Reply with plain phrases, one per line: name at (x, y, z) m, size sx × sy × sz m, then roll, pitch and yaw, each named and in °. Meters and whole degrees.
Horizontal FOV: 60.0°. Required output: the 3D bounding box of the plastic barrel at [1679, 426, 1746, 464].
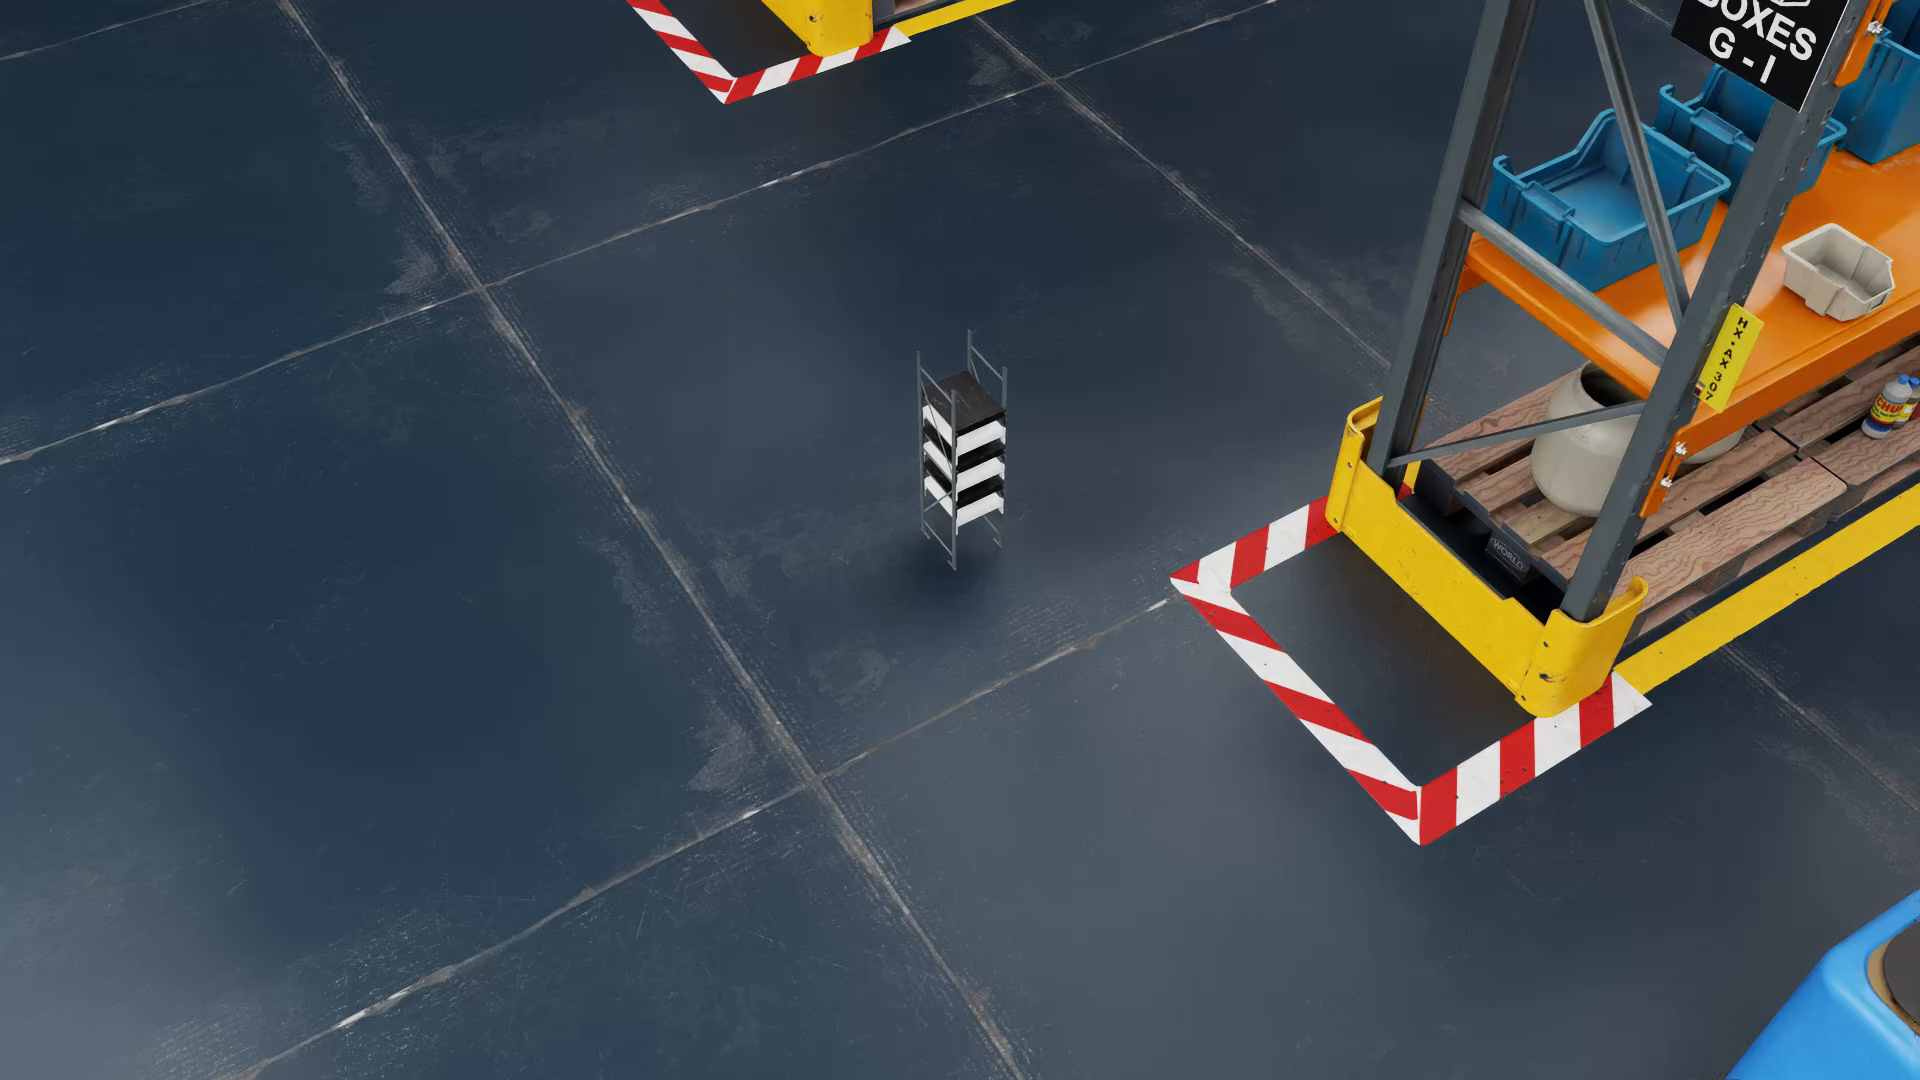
plastic barrel at (2.722, -0.568, 6.132) m, size 0.421 × 0.512 × 0.421 m, roll 0°, pitch 48°, yaw 0°

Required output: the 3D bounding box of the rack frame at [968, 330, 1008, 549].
rack frame at (0.093, -0.343, 5.953) m, size 0.006 × 0.900 × 0.240 m, roll -25°, pitch 53°, yaw -21°

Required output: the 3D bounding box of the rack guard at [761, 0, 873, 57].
rack guard at (-0.878, -3.034, 8.618) m, size 0.348 × 0.500 × 1.175 m, roll -25°, pitch 53°, yaw -21°

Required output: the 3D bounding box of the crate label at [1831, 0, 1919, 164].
crate label at (3.195, -1.661, 5.697) m, size 0.616 × 0.435 × 0.502 m, roll -25°, pitch 53°, yaw -21°

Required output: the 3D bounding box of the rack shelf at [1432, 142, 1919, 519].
rack shelf at (3.474, -1.303, 5.884) m, size 4.000 × 0.370 × 1.077 m, roll -25°, pitch 53°, yaw -21°

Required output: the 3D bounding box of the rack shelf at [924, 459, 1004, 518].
rack shelf at (0.007, -0.220, 6.009) m, size 0.200 × 0.077 × 0.258 m, roll -25°, pitch 53°, yaw -21°

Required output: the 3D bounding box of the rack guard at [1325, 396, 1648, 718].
rack guard at (1.822, 0.026, 5.892) m, size 0.348 × 0.500 × 1.175 m, roll -25°, pitch 53°, yaw -21°

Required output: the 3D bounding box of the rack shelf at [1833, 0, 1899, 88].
rack shelf at (3.474, -2.301, 4.763) m, size 4.000 × 0.370 × 1.077 m, roll -25°, pitch 53°, yaw -21°

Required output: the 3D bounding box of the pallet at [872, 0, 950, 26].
pallet at (-0.233, -3.279, 9.029) m, size 1.213 × 0.211 × 1.003 m, roll -25°, pitch 53°, yaw -21°

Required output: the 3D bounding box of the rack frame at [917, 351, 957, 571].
rack frame at (-0.079, -0.262, 5.881) m, size 0.006 × 0.900 × 0.240 m, roll -25°, pitch 53°, yaw -21°

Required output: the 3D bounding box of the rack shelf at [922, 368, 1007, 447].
rack shelf at (0.007, -0.460, 5.740) m, size 0.200 × 0.077 × 0.258 m, roll -25°, pitch 53°, yaw -21°

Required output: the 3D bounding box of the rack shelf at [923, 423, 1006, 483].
rack shelf at (0.007, -0.340, 5.874) m, size 0.200 × 0.077 × 0.258 m, roll -25°, pitch 53°, yaw -21°

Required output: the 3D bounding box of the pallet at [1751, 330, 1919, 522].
pallet at (3.542, -0.681, 6.715) m, size 1.213 × 0.211 × 1.003 m, roll -25°, pitch 53°, yaw -21°

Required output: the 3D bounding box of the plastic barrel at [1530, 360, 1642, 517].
plastic barrel at (2.298, -0.368, 5.954) m, size 0.421 × 0.512 × 0.421 m, roll 0°, pitch 48°, yaw 0°

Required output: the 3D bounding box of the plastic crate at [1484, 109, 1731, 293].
plastic crate at (2.046, -1.084, 5.307) m, size 0.616 × 0.251 × 0.499 m, roll -25°, pitch 53°, yaw -21°

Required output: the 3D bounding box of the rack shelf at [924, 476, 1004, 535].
rack shelf at (0.007, -0.161, 6.076) m, size 0.200 × 0.077 × 0.258 m, roll -25°, pitch 53°, yaw -21°

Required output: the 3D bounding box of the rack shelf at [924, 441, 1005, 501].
rack shelf at (0.007, -0.280, 5.942) m, size 0.200 × 0.077 × 0.258 m, roll -25°, pitch 53°, yaw -21°

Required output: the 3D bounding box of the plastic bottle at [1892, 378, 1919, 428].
plastic bottle at (3.570, -0.528, 6.291) m, size 0.097 × 0.201 × 0.097 m, roll 0°, pitch 48°, yaw 0°

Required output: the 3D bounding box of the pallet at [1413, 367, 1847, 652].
pallet at (2.512, -0.198, 6.285) m, size 1.213 × 0.211 × 1.003 m, roll -25°, pitch 53°, yaw -21°

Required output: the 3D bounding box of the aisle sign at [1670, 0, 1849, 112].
aisle sign at (1.878, -1.396, 3.744) m, size 0.004 × 0.787 × 0.394 m, roll -25°, pitch 53°, yaw -21°

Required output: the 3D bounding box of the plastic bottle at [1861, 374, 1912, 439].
plastic bottle at (3.482, -0.510, 6.228) m, size 0.097 × 0.271 × 0.097 m, roll 0°, pitch 48°, yaw 0°

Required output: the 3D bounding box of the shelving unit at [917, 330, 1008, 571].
shelving unit at (0.007, -0.302, 5.917) m, size 0.210 × 0.900 × 0.258 m, roll -25°, pitch 53°, yaw -21°

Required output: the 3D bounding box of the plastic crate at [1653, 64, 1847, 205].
plastic crate at (2.598, -1.340, 5.534) m, size 0.408 × 0.251 × 0.499 m, roll -25°, pitch 53°, yaw -21°

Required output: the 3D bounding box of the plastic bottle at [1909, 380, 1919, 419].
plastic bottle at (3.683, -0.593, 6.293) m, size 0.133 × 0.283 × 0.061 m, roll -24°, pitch 53°, yaw -20°

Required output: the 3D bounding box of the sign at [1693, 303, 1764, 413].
sign at (2.072, -0.488, 4.491) m, size 0.005 × 0.325 × 0.100 m, roll -25°, pitch 53°, yaw -21°

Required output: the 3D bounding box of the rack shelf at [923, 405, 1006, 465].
rack shelf at (0.007, -0.400, 5.807) m, size 0.200 × 0.077 × 0.258 m, roll -25°, pitch 53°, yaw -21°

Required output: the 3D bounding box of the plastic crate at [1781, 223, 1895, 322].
plastic crate at (2.711, -0.811, 5.140) m, size 0.250 × 0.136 × 0.298 m, roll -25°, pitch 53°, yaw -21°

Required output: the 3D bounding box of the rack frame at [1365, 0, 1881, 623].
rack frame at (1.783, -0.745, 4.905) m, size 0.127 × 3.000 × 1.000 m, roll -25°, pitch 53°, yaw -21°
